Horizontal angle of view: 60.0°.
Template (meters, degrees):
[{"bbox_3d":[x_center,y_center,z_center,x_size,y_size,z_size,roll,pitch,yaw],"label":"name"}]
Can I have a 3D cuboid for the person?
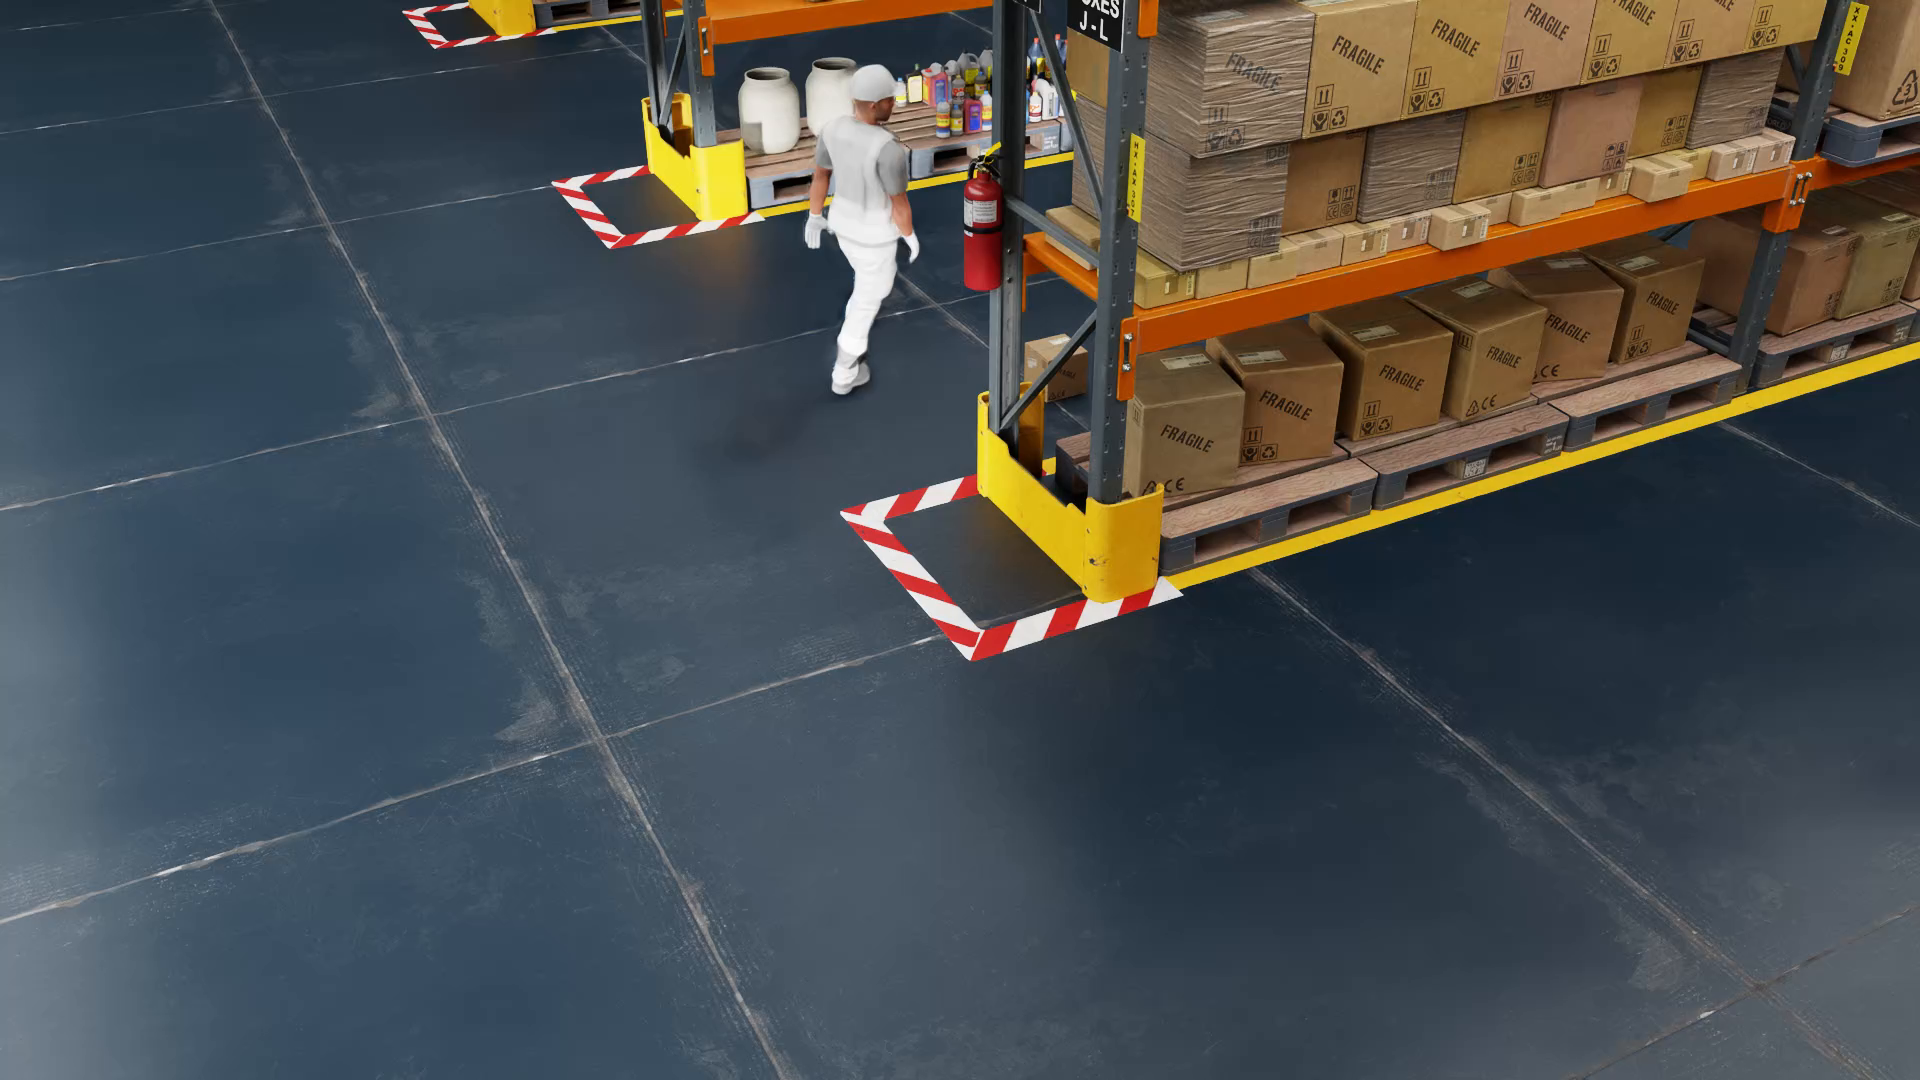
[{"bbox_3d":[-0.471,-1.564,8.570,0.641,1.832,0.465,26,41,35],"label":"person"}]
